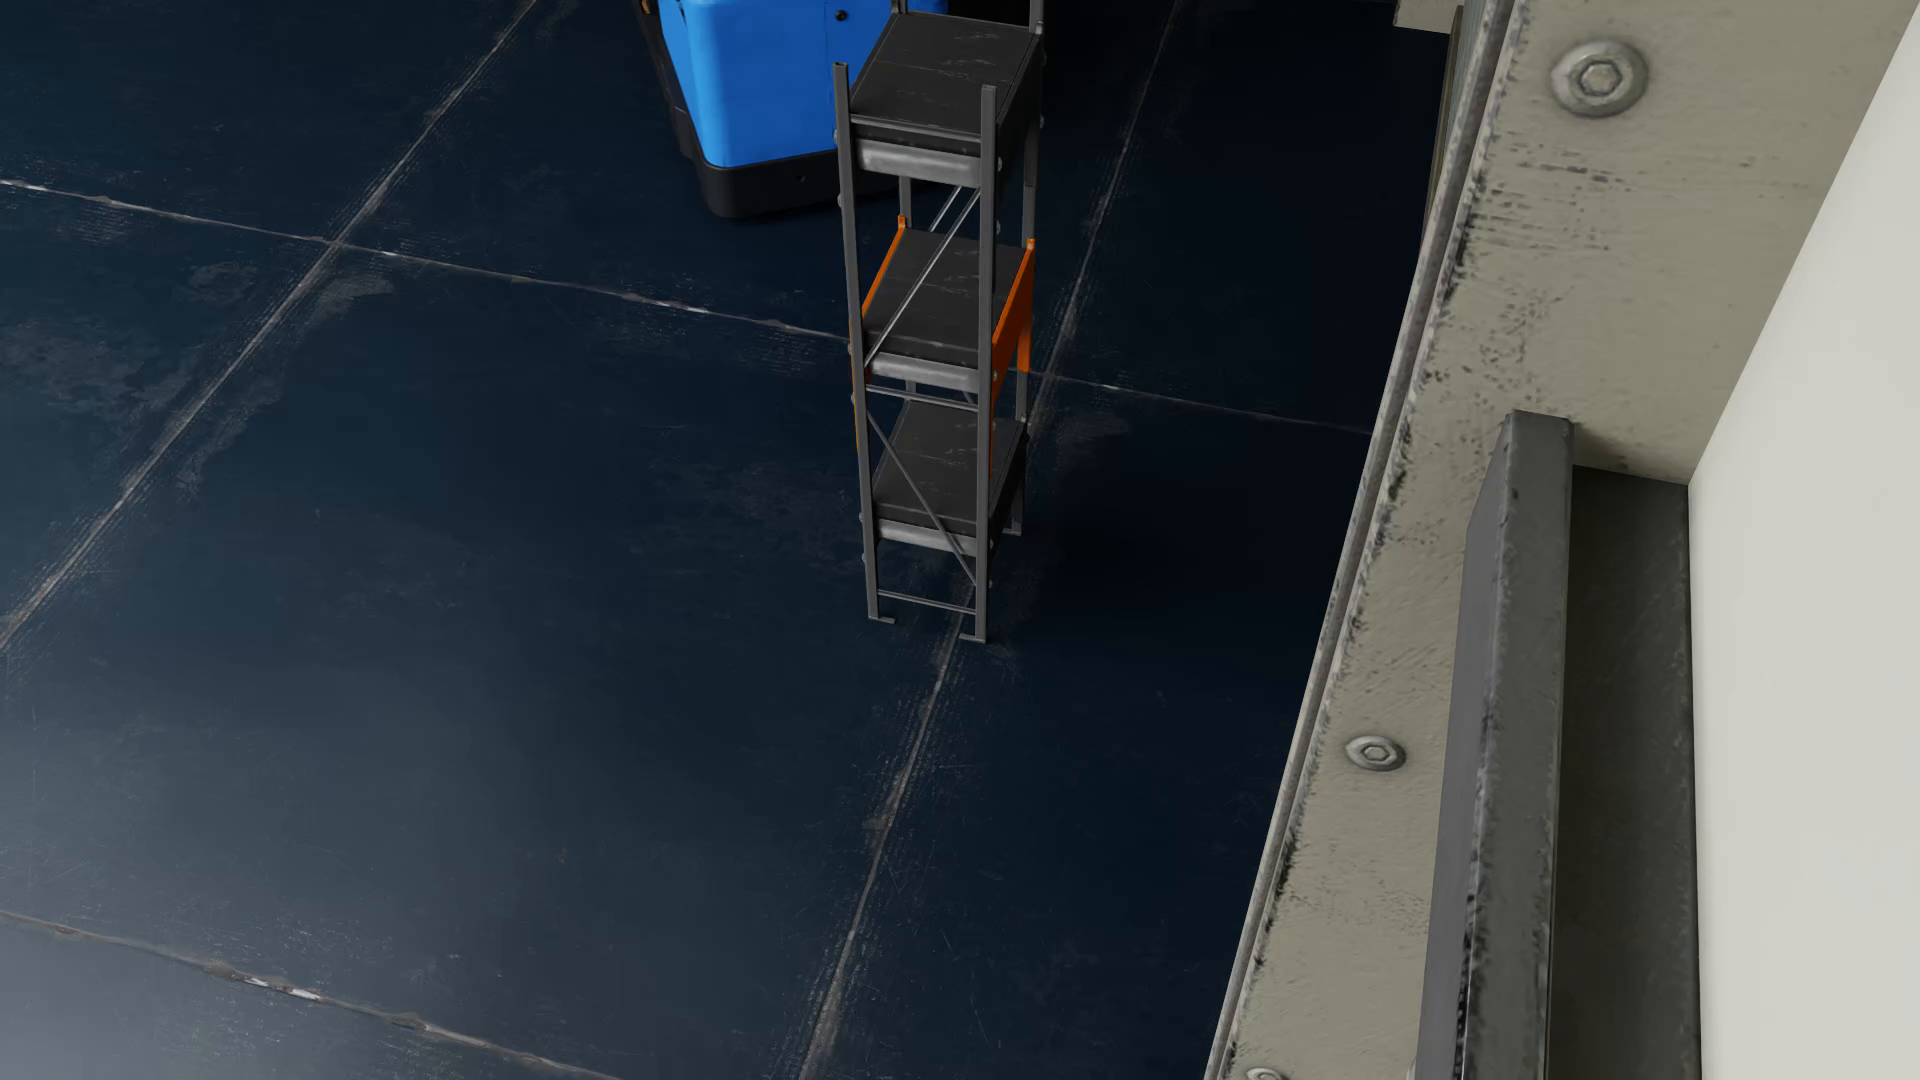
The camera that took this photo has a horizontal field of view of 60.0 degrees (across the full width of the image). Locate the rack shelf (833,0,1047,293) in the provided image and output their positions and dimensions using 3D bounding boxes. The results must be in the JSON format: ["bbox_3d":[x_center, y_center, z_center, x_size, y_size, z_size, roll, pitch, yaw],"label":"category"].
[{"bbox_3d":[-0.044,-1.029,4.342,0.431,0.518,0.480,12,50,10],"label":"rack shelf"}]

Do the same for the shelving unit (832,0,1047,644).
[{"bbox_3d":[-0.044,-0.575,4.857,0.431,2.100,0.503,12,50,10],"label":"shelving unit"}]

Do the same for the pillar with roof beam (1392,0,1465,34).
[{"bbox_3d":[-1.895,-6.388,5.386,9.100,9.000,0.400,12,50,10],"label":"pillar with roof beam"}]

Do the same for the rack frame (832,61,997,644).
[{"bbox_3d":[-0.108,-0.399,4.701,0.400,2.100,0.015,12,50,10],"label":"rack frame"}]

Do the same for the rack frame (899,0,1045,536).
[{"bbox_3d":[0.021,-0.752,5.013,0.400,2.100,0.015,12,50,10],"label":"rack frame"}]

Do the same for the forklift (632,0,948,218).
[{"bbox_3d":[-0.947,-3.422,6.816,1.130,2.935,3.031,-13,50,-11],"label":"forklift"}]

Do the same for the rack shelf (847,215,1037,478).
[{"bbox_3d":[-0.044,-0.566,4.867,0.431,0.518,0.480,12,50,10],"label":"rack shelf"}]

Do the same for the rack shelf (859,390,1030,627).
[{"bbox_3d":[-0.044,-0.103,5.392,0.431,0.518,0.480,12,50,10],"label":"rack shelf"}]
